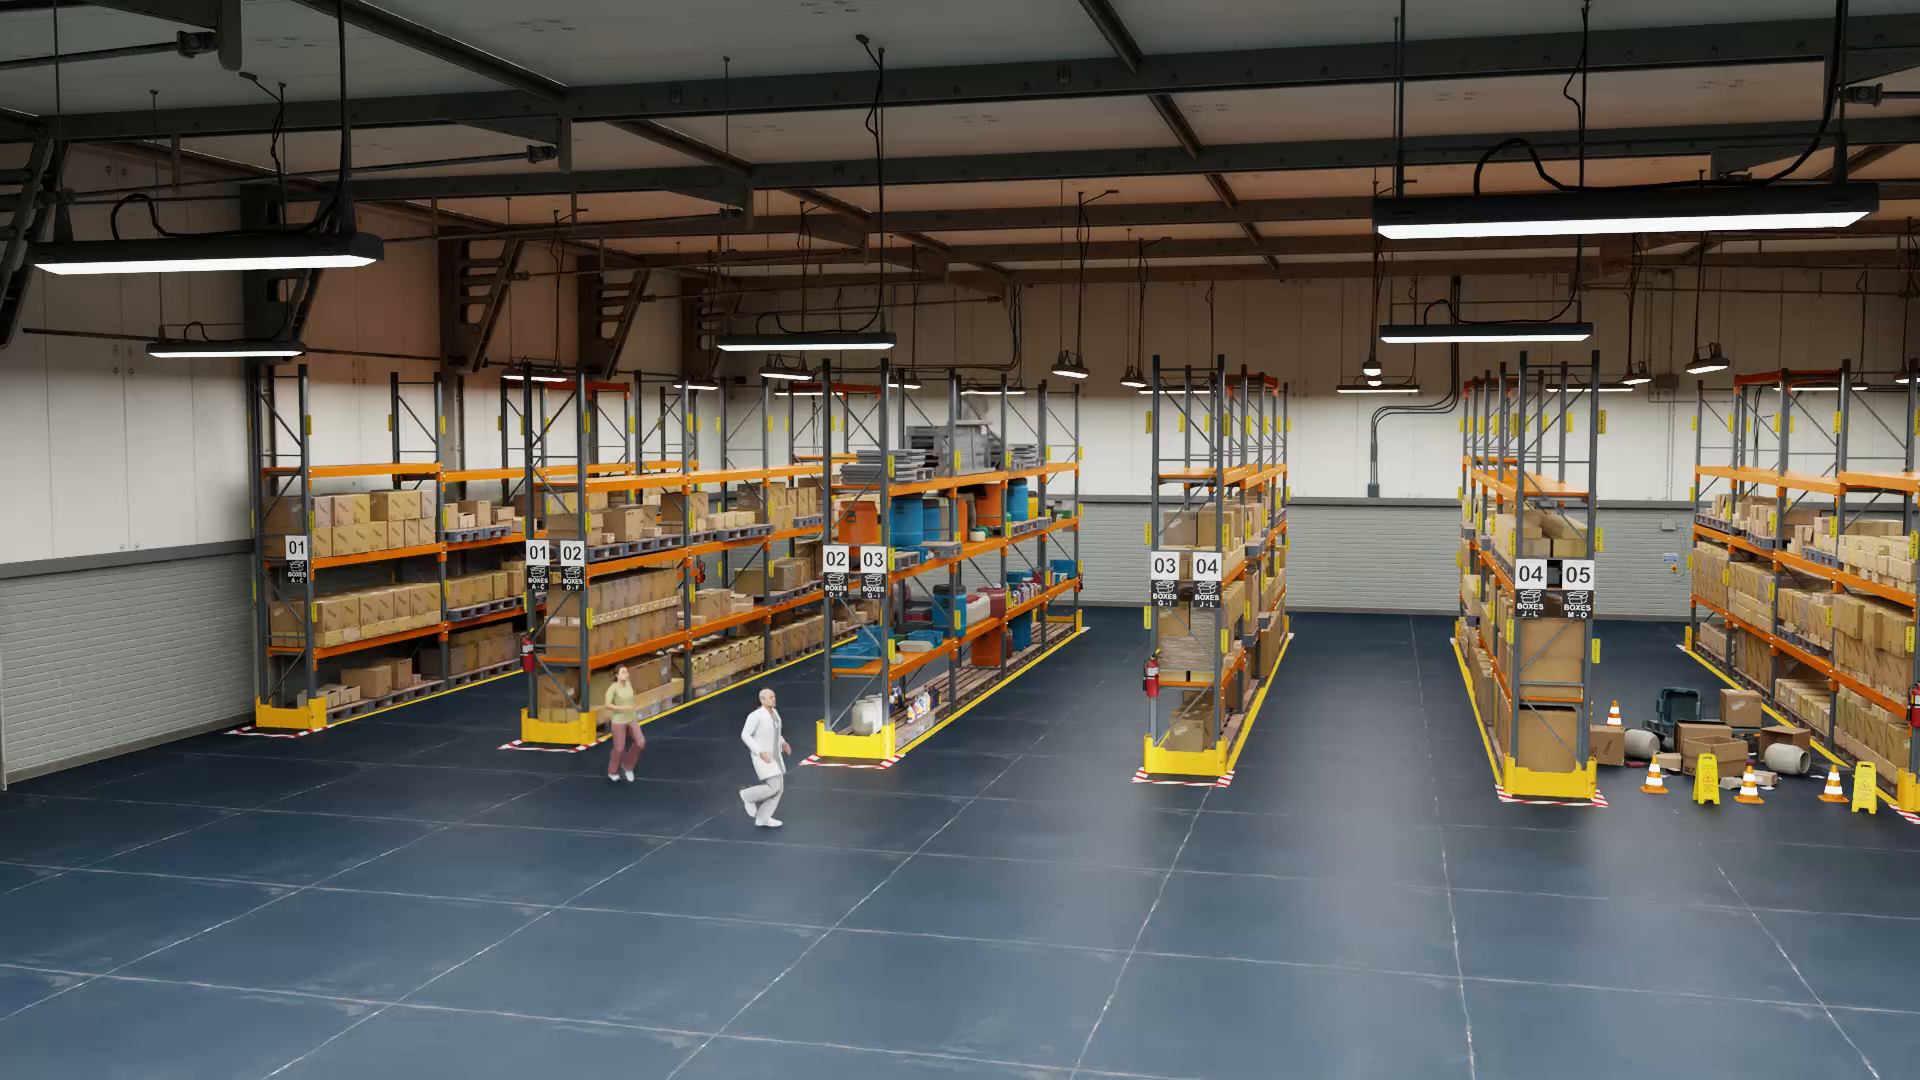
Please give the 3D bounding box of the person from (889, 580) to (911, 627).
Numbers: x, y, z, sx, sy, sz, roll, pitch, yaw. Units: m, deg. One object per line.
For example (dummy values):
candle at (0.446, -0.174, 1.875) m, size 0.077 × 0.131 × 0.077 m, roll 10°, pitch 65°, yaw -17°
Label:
person at (-1.425, 1.579, 36.875) m, size 0.675 × 1.790 × 0.762 m, roll 0°, pitch 4°, yaw 4°

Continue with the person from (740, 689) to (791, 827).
person at (-2.428, 2.716, 20.766) m, size 0.642 × 1.724 × 0.675 m, roll 2°, pitch 4°, yaw 28°

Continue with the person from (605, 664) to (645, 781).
person at (-4.706, 2.561, 23.235) m, size 0.640 × 1.668 × 0.612 m, roll 3°, pitch 5°, yaw 40°
